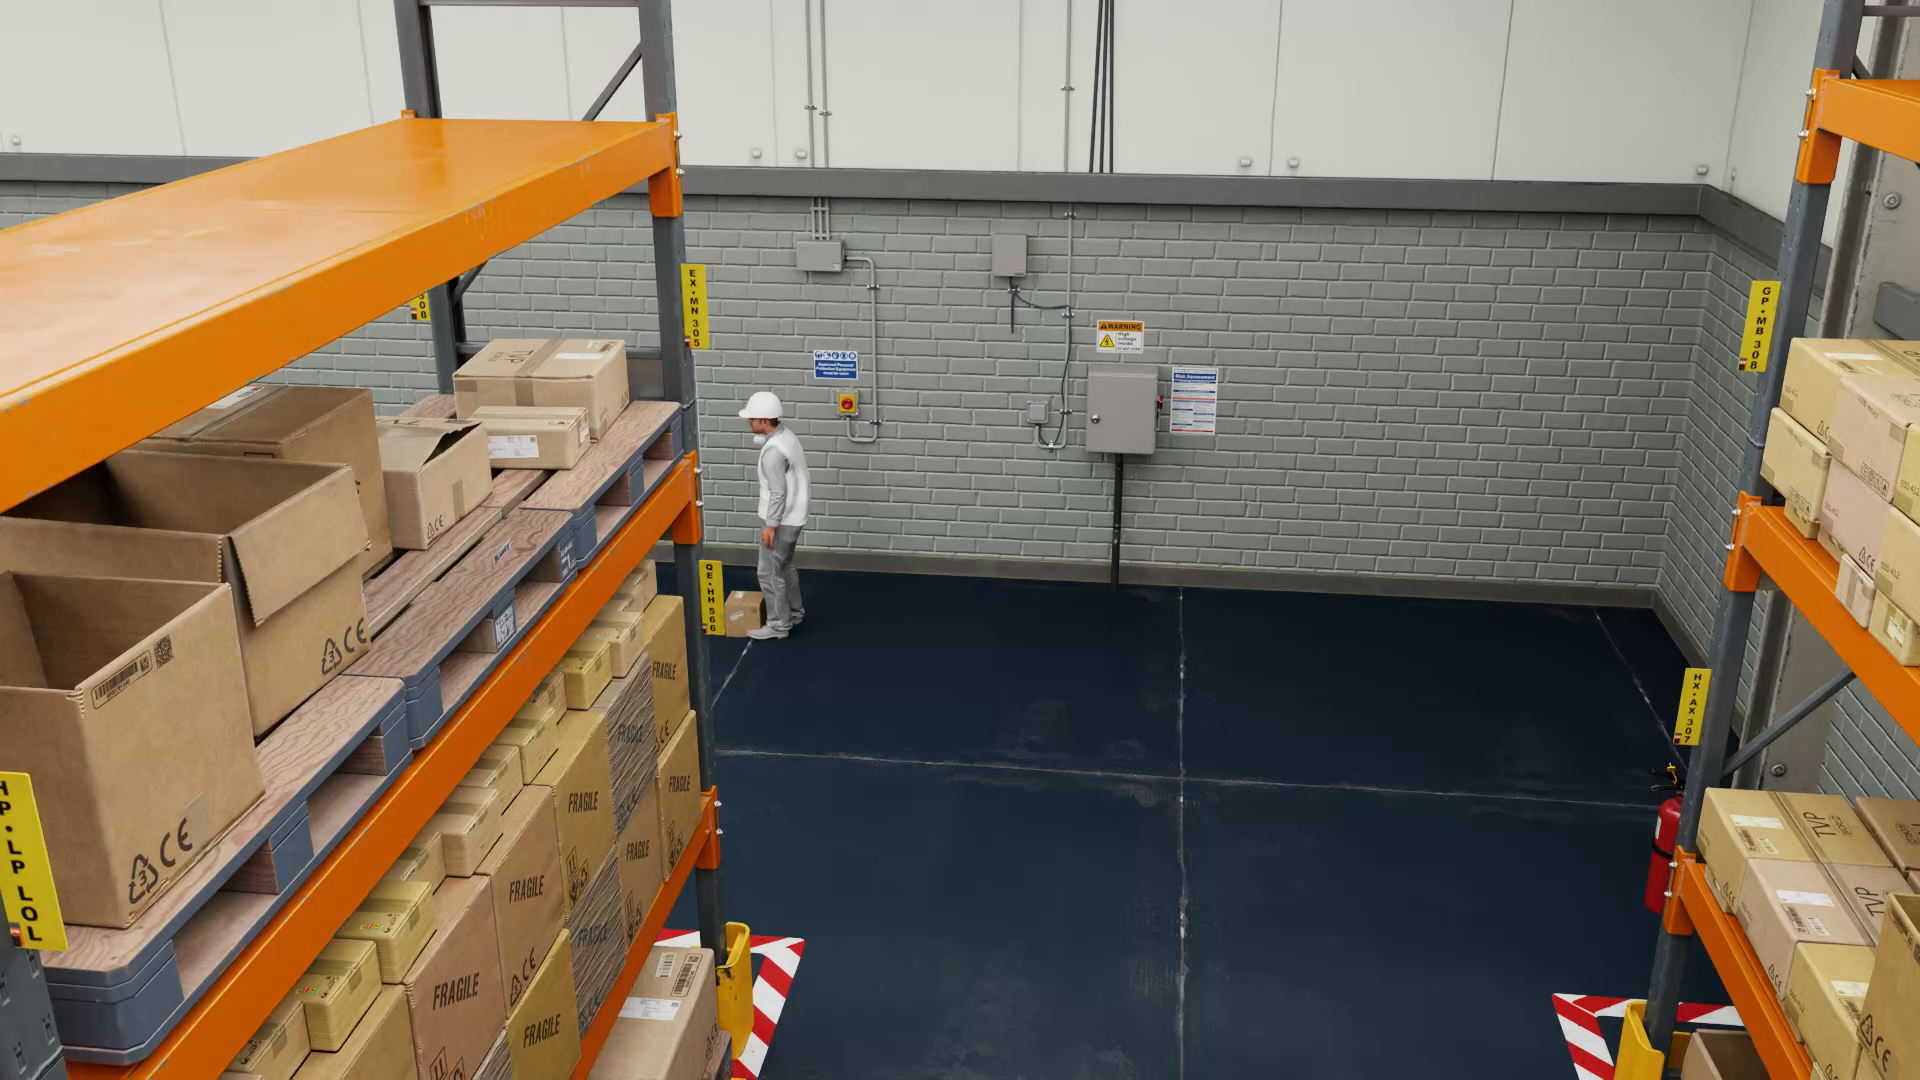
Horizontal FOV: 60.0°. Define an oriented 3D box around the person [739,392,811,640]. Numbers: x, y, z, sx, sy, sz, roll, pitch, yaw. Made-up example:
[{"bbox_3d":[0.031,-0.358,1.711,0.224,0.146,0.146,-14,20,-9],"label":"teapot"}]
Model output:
[{"bbox_3d":[-1.263,-0.173,11.496,0.473,1.771,0.593,1,21,3],"label":"person"}]
